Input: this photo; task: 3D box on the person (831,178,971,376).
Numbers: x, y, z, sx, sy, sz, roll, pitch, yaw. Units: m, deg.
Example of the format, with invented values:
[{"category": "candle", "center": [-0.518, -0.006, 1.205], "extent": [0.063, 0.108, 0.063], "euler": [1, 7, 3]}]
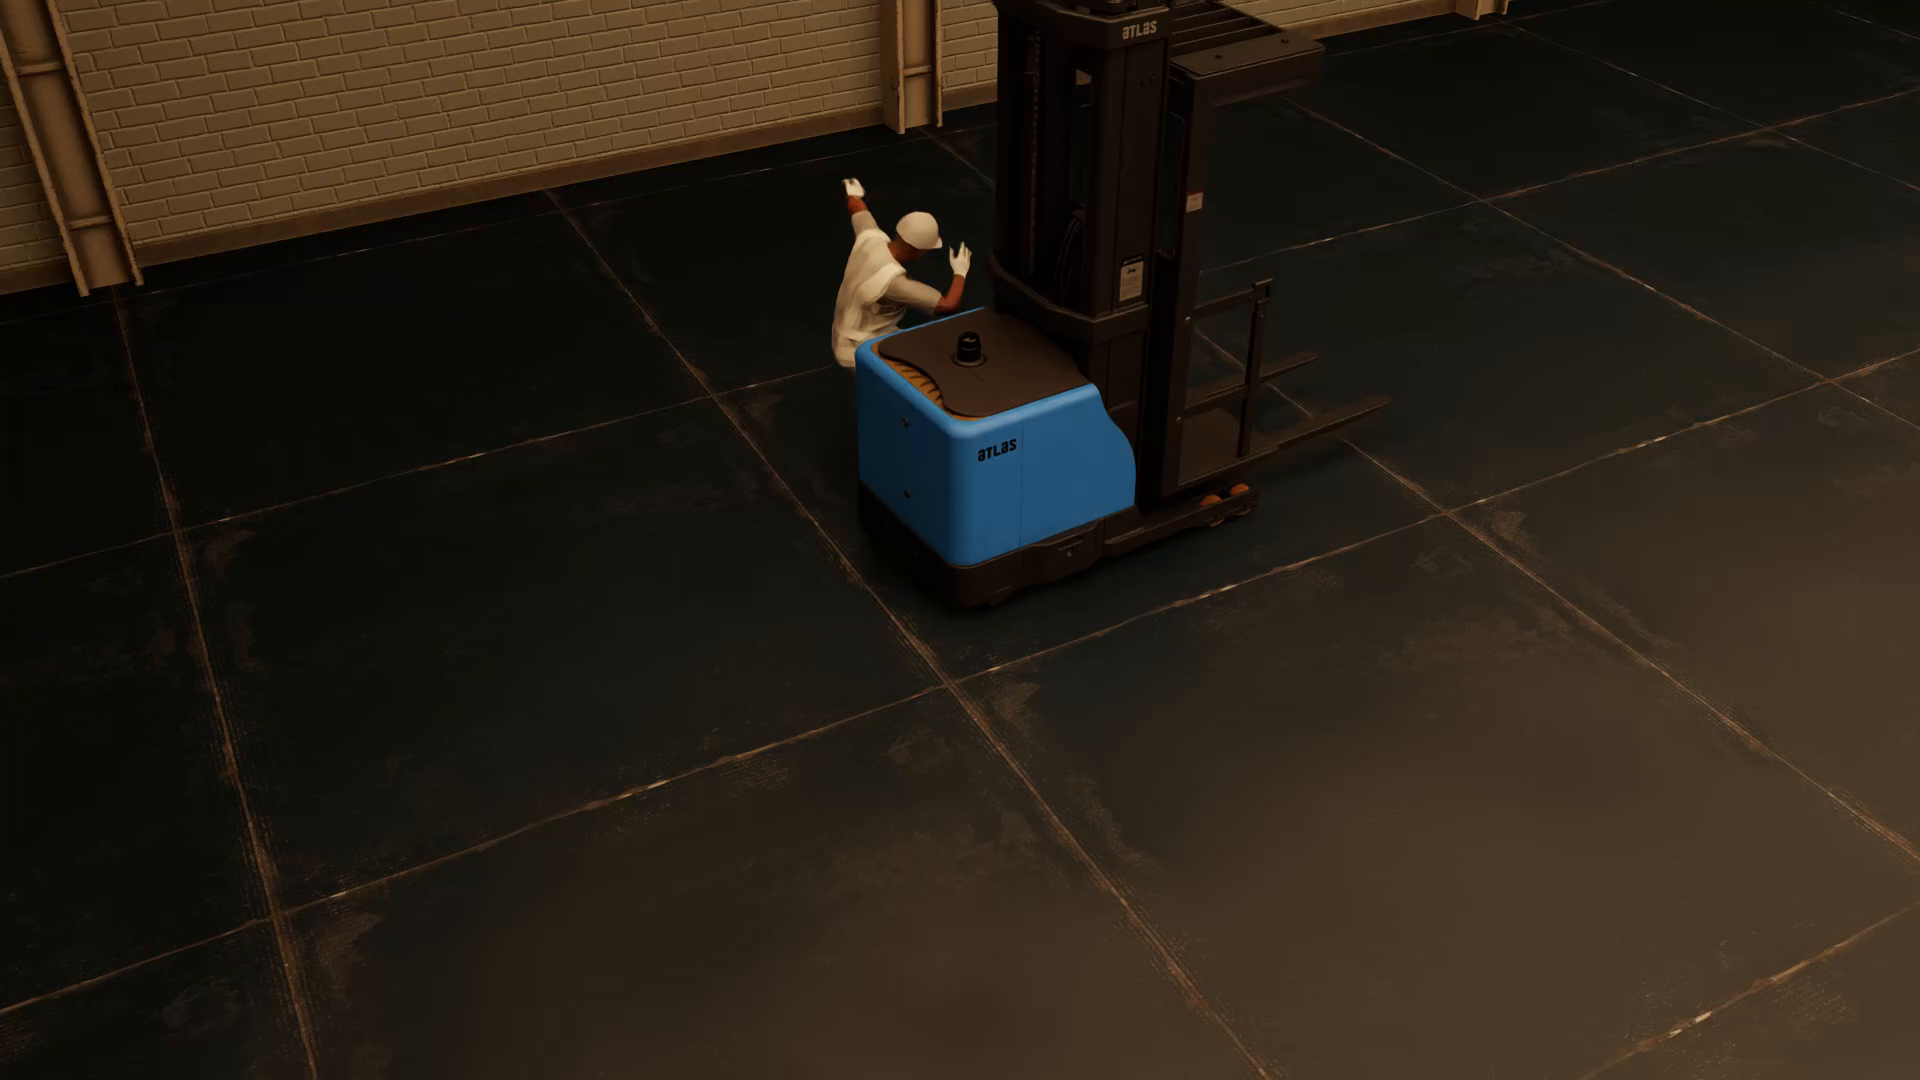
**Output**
[{"category": "person", "center": [-0.331, -1.189, 9.120], "extent": [0.767, 1.440, 1.519], "euler": [-7, 36, -9]}]

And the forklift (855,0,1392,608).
[{"category": "forklift", "center": [0.987, -1.505, 8.253], "extent": [3.031, 2.935, 1.130], "euler": [-20, 40, -26]}]
